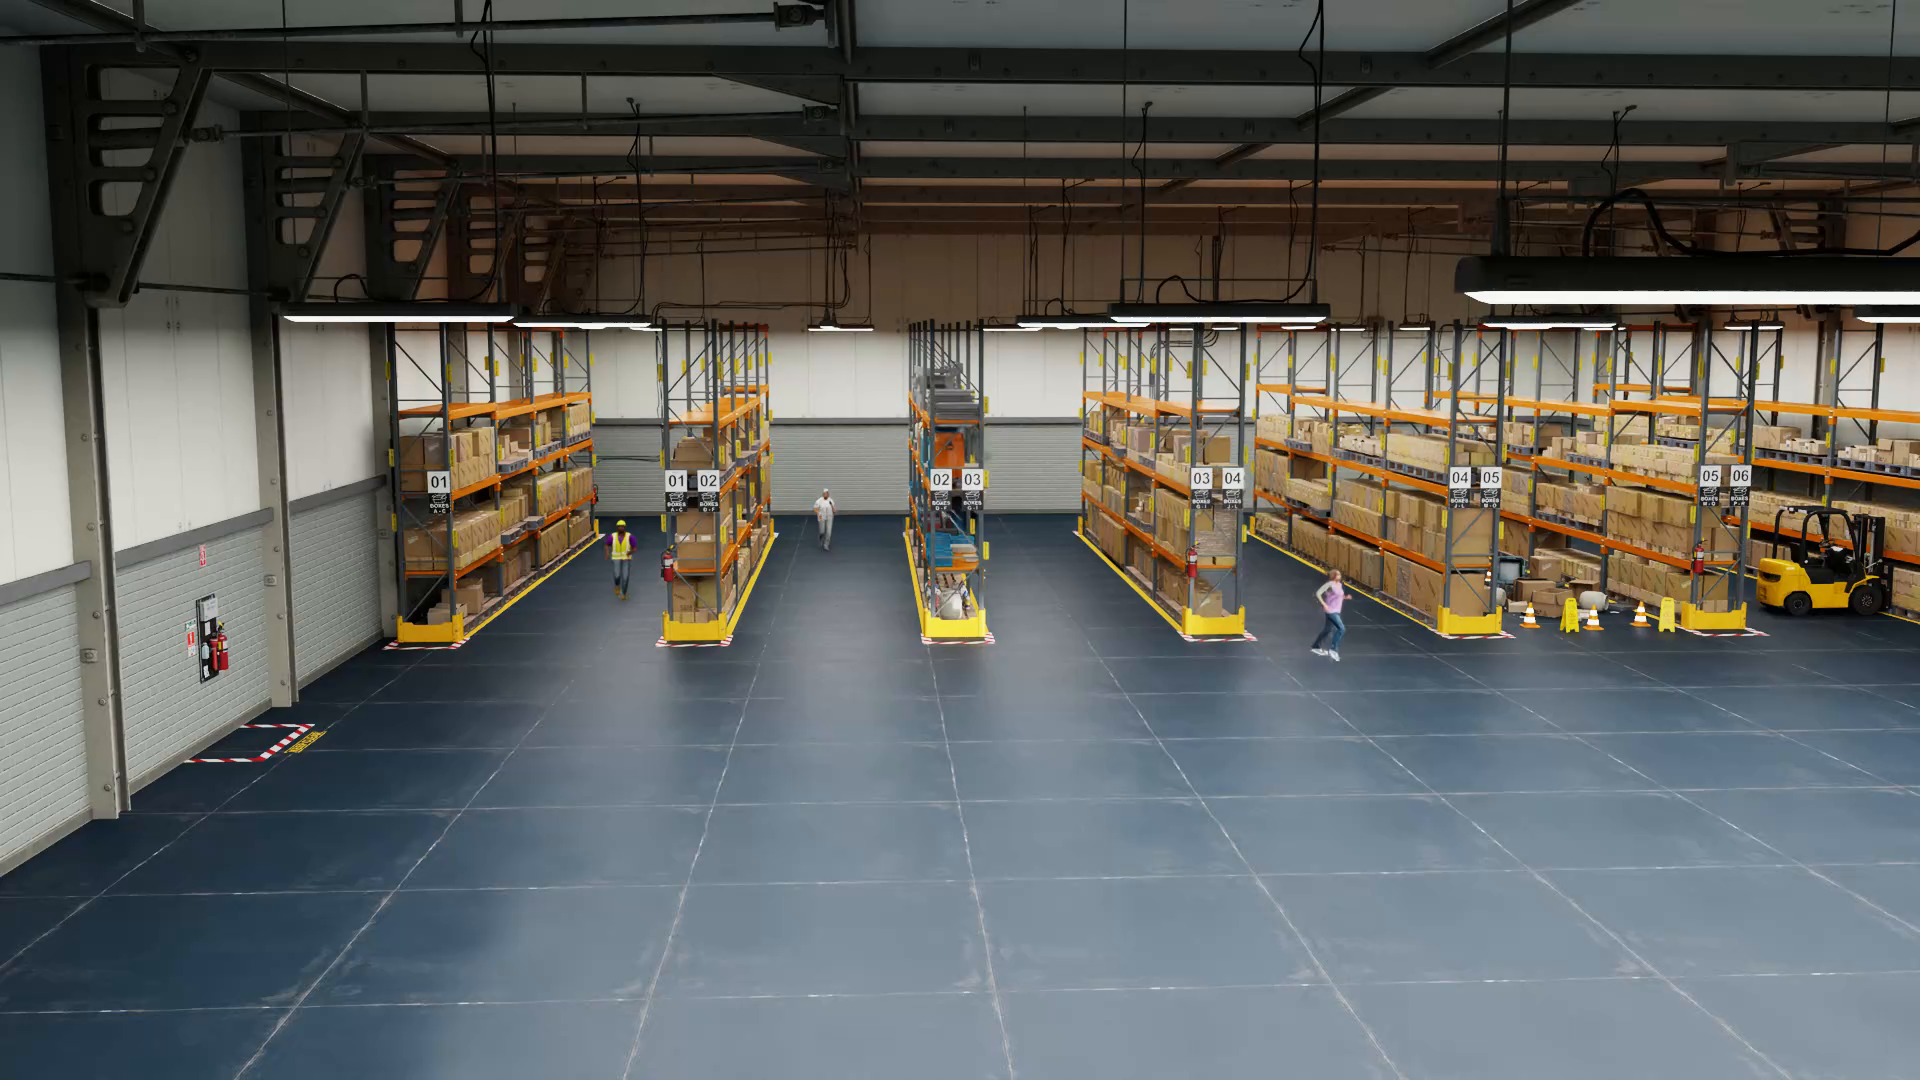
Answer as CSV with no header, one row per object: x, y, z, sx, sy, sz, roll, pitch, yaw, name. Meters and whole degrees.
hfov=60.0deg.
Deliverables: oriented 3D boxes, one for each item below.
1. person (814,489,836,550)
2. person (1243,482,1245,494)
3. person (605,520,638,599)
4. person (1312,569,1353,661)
-3.582,-0.550,44.308,0.587,1.621,0.543,-2,7,-16,person
8.106,-1.165,49.018,0.720,1.786,0.796,-3,8,-22,person
-7.317,0.434,35.932,0.706,1.720,0.575,-1,7,-10,person
6.594,1.316,29.438,0.693,1.639,0.506,4,8,31,person
